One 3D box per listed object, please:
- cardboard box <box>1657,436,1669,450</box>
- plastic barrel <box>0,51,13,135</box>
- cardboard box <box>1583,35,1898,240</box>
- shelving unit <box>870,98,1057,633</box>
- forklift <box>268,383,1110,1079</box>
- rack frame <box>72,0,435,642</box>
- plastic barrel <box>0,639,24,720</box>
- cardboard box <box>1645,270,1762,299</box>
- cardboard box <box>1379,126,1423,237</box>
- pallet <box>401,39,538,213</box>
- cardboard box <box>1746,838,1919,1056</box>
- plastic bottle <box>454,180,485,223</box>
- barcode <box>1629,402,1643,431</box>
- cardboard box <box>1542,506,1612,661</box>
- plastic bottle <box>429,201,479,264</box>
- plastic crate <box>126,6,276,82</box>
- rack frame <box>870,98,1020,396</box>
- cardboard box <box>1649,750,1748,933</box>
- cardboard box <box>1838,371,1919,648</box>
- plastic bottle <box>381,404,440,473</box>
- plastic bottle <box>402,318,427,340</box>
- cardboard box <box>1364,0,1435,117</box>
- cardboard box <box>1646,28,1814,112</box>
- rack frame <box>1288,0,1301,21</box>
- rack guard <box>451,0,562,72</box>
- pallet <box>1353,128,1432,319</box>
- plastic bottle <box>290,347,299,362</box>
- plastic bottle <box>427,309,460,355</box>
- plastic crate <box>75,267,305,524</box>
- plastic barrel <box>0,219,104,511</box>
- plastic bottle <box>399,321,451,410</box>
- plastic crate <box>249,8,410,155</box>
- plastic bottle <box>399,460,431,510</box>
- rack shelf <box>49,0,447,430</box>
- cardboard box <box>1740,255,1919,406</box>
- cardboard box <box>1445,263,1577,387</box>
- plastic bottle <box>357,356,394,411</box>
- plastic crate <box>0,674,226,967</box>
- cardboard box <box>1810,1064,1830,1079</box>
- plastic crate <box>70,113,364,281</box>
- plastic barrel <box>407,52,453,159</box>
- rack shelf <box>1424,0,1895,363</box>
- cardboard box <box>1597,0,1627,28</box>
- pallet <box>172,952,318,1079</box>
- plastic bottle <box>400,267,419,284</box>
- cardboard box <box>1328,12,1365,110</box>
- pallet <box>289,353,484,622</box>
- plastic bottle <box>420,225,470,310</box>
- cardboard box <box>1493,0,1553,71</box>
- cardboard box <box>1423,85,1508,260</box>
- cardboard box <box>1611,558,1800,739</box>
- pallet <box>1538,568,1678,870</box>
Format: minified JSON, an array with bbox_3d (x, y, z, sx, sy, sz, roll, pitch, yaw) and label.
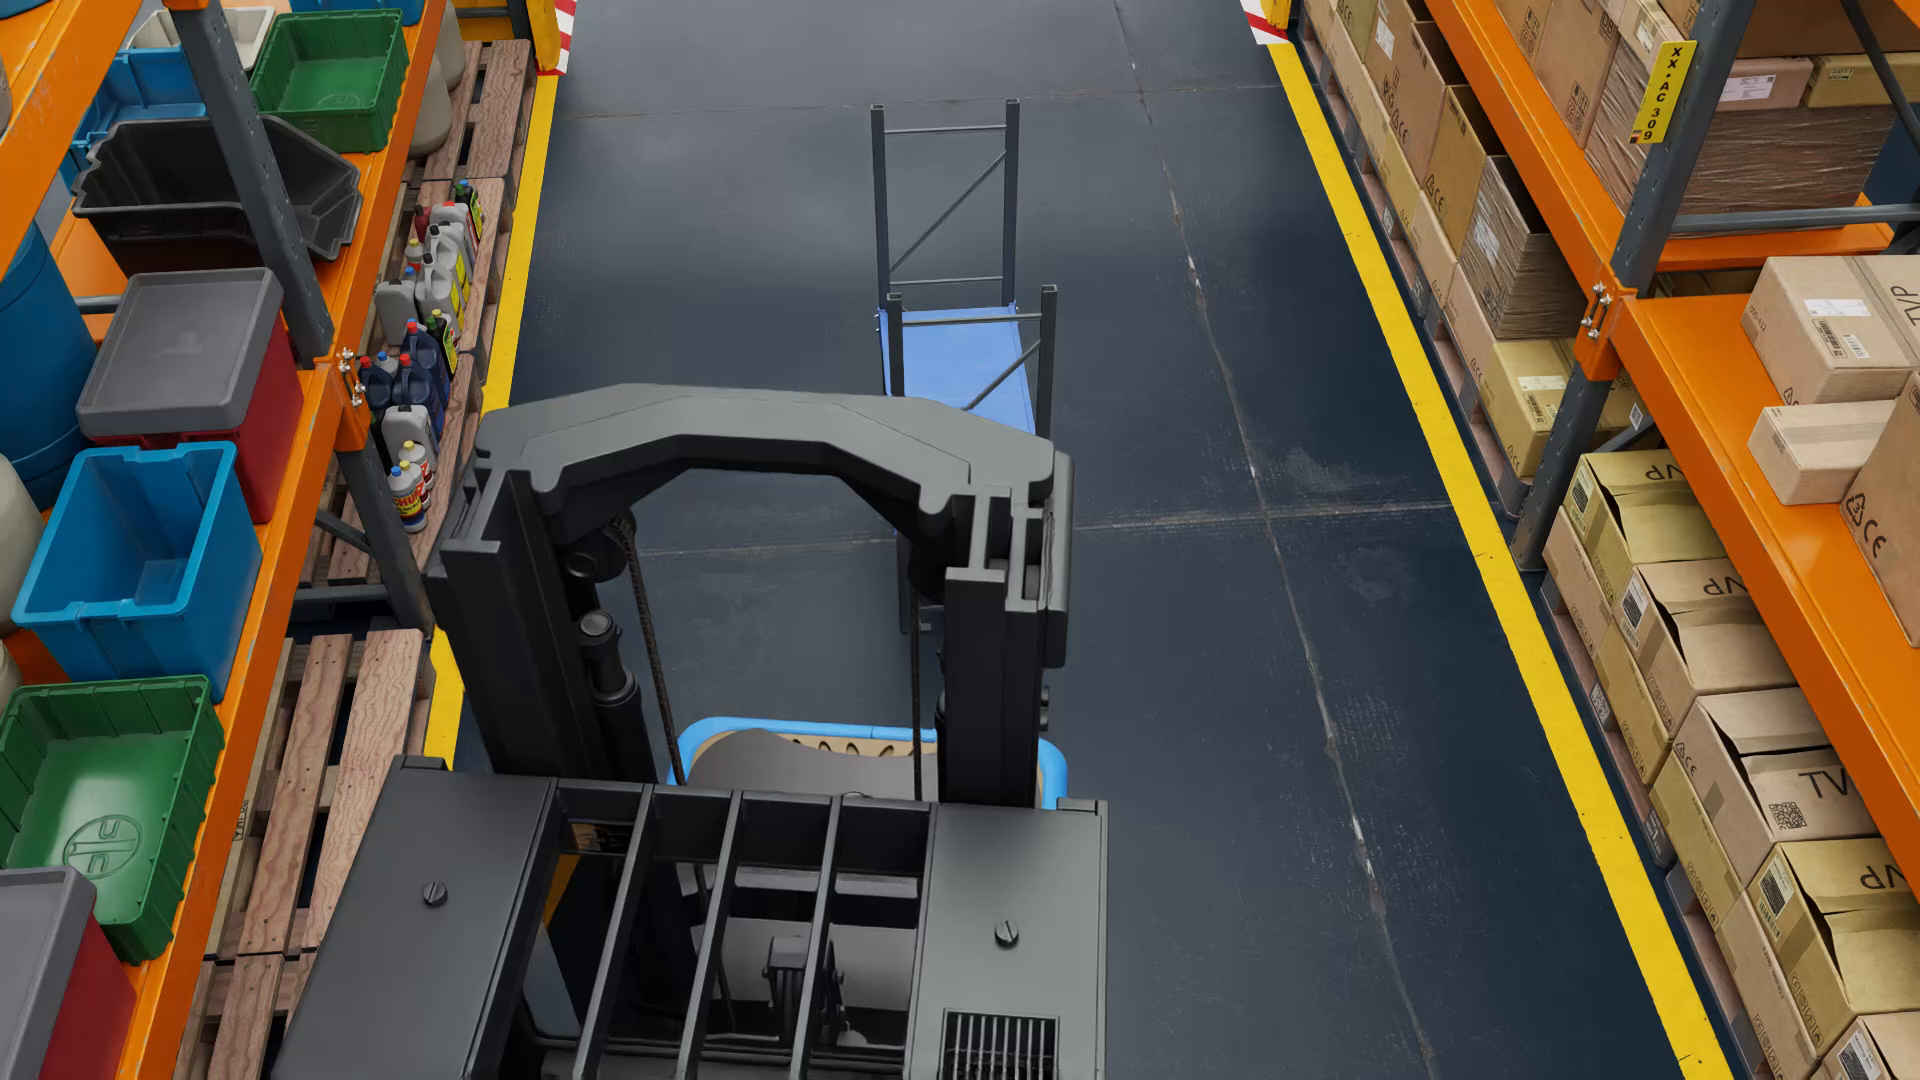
[{"bbox_3d":[2.817,-0.535,6.296,0.500,0.250,0.500,-3,47,-3],"label":"cardboard box"},{"bbox_3d":[-2.069,-1.060,2.777,0.600,0.901,0.600,0,47,0],"label":"plastic barrel"},{"bbox_3d":[2.510,-1.338,5.382,0.700,0.500,0.500,-5,47,-4],"label":"cardboard box"},{"bbox_3d":[-0.007,-0.577,5.764,0.538,1.500,1.048,-3,47,-3],"label":"shelving unit"},{"bbox_3d":[-0.341,1.282,3.017,1.130,2.935,3.031,3,47,3],"label":"forklift"},{"bbox_3d":[-2.382,-0.684,4.832,1.000,3.000,0.127,-3,47,-3],"label":"rack frame"},{"bbox_3d":[-2.425,0.330,3.966,0.301,0.262,0.301,0,47,0],"label":"plastic barrel"},{"bbox_3d":[2.827,-0.794,6.024,0.500,0.500,0.500,-3,47,-3],"label":"cardboard box"},{"bbox_3d":[2.166,-1.589,7.293,0.500,0.250,0.500,-3,47,-3],"label":"cardboard box"},{"bbox_3d":[-2.601,-1.979,7.979,1.003,0.211,1.213,-3,47,-3],"label":"pallet"},{"bbox_3d":[2.470,1.052,4.406,0.500,0.311,0.500,-2,47,-2],"label":"cardboard box"},{"bbox_3d":[-2.127,-1.465,7.196,0.097,0.201,0.097,0,47,0],"label":"plastic bottle"},{"bbox_3d":[2.160,-0.394,5.315,0.001,0.075,0.075,-3,47,-3],"label":"barcode"},{"bbox_3d":[2.341,0.125,5.670,0.500,0.250,0.500,-5,47,-4],"label":"cardboard box"},{"bbox_3d":[-2.133,-1.307,6.995,0.152,0.276,0.135,-3,47,-3],"label":"plastic bottle"},{"bbox_3d":[-2.771,-1.753,6.026,0.530,0.136,0.437,-3,47,-3],"label":"plastic crate"},{"bbox_3d":[-0.050,-0.945,6.112,0.500,1.500,0.032,-3,47,-3],"label":"rack frame"},{"bbox_3d":[2.428,0.870,4.965,0.500,0.250,0.500,-5,47,-5],"label":"cardboard box"},{"bbox_3d":[2.646,-0.079,4.190,0.500,0.500,0.500,0,47,0],"label":"cardboard box"},{"bbox_3d":[-2.027,-0.388,6.125,0.152,0.276,0.135,-2,47,-2],"label":"plastic bottle"},{"bbox_3d":[-2.102,-0.747,6.468,0.097,0.271,0.097,0,47,0],"label":"plastic bottle"},{"bbox_3d":[2.141,-2.209,7.364,0.500,0.500,0.500,-3,47,-3],"label":"cardboard box"},{"bbox_3d":[2.318,-1.424,5.017,0.380,0.149,0.250,-4,47,-3],"label":"cardboard box"},{"bbox_3d":[2.219,-3.877,7.855,1.000,3.000,0.127,-3,47,-3],"label":"rack frame"},{"bbox_3d":[-2.664,-2.667,8.431,1.175,0.500,0.348,-3,47,-3],"label":"rack guard"},{"bbox_3d":[2.424,-1.486,7.512,1.003,0.211,1.213,-3,47,-3],"label":"pallet"},{"bbox_3d":[-2.670,-0.847,6.554,0.061,0.283,0.133,-3,47,-3],"label":"plastic bottle"},{"bbox_3d":[-2.053,-0.825,6.590,0.097,0.201,0.097,0,47,0],"label":"plastic bottle"},{"bbox_3d":[-2.037,-0.374,4.495,0.402,0.464,0.583,-3,47,-3],"label":"plastic crate"},{"bbox_3d":[-2.652,-0.559,4.368,0.600,0.901,0.708,-3,47,-3],"label":"plastic barrel"},{"bbox_3d":[-2.052,-0.670,6.340,0.144,0.351,0.185,-5,47,-5],"label":"plastic bottle"},{"bbox_3d":[-2.215,-1.611,5.855,0.450,0.188,0.662,-3,47,-3],"label":"plastic crate"},{"bbox_3d":[-1.981,-0.204,6.001,0.097,0.201,0.097,0,47,0],"label":"plastic bottle"},{"bbox_3d":[-2.550,-1.884,6.464,1.077,0.370,4.000,-3,47,-3],"label":"rack shelf"},{"bbox_3d":[2.639,-0.577,4.834,0.500,0.250,0.500,-1,47,-1],"label":"cardboard box"},{"bbox_3d":[2.265,-0.866,6.609,0.500,0.250,0.500,-3,47,-3],"label":"cardboard box"},{"bbox_3d":[-2.180,-0.525,6.203,0.144,0.351,0.185,-3,47,-3],"label":"plastic bottle"},{"bbox_3d":[-1.955,0.632,3.732,0.450,0.188,0.662,-3,47,-3],"label":"plastic crate"},{"bbox_3d":[2.516,1.610,4.264,0.500,0.250,0.500,-3,47,-2],"label":"cardboard box"},{"bbox_3d":[-2.300,-1.049,5.221,0.767,0.338,0.504,-3,47,-3],"label":"plastic crate"},{"bbox_3d":[-2.544,-2.033,7.534,0.421,0.512,0.421,0,47,0],"label":"plastic barrel"},{"bbox_3d":[2.386,-2.182,6.746,1.077,0.370,4.000,-3,47,-3],"label":"rack shelf"},{"bbox_3d":[2.274,-1.792,5.366,0.380,0.149,0.250,-5,47,-4],"label":"cardboard box"},{"bbox_3d":[-2.173,1.725,4.471,1.003,0.211,1.213,-3,47,-3],"label":"pallet"},{"bbox_3d":[-2.220,-1.022,6.776,0.097,0.201,0.097,0,47,0],"label":"plastic bottle"},{"bbox_3d":[2.088,-2.312,7.979,0.500,0.250,0.500,-3,47,-3],"label":"cardboard box"},{"bbox_3d":[-2.397,-0.214,6.307,1.003,0.211,1.213,-3,47,-3],"label":"pallet"},{"bbox_3d":[-2.104,-1.113,6.759,0.144,0.351,0.185,-2,47,-2],"label":"plastic bottle"},{"bbox_3d":[2.422,-2.082,6.087,0.700,0.500,0.500,-3,47,-3],"label":"cardboard box"},{"bbox_3d":[2.221,-1.486,6.679,0.500,0.500,0.500,-3,47,-3],"label":"cardboard box"},{"bbox_3d":[2.377,0.302,5.116,0.500,0.311,0.500,-4,47,-4],"label":"cardboard box"},{"bbox_3d":[2.654,0.507,5.624,1.003,0.211,1.213,-3,47,-3],"label":"pallet"}]
